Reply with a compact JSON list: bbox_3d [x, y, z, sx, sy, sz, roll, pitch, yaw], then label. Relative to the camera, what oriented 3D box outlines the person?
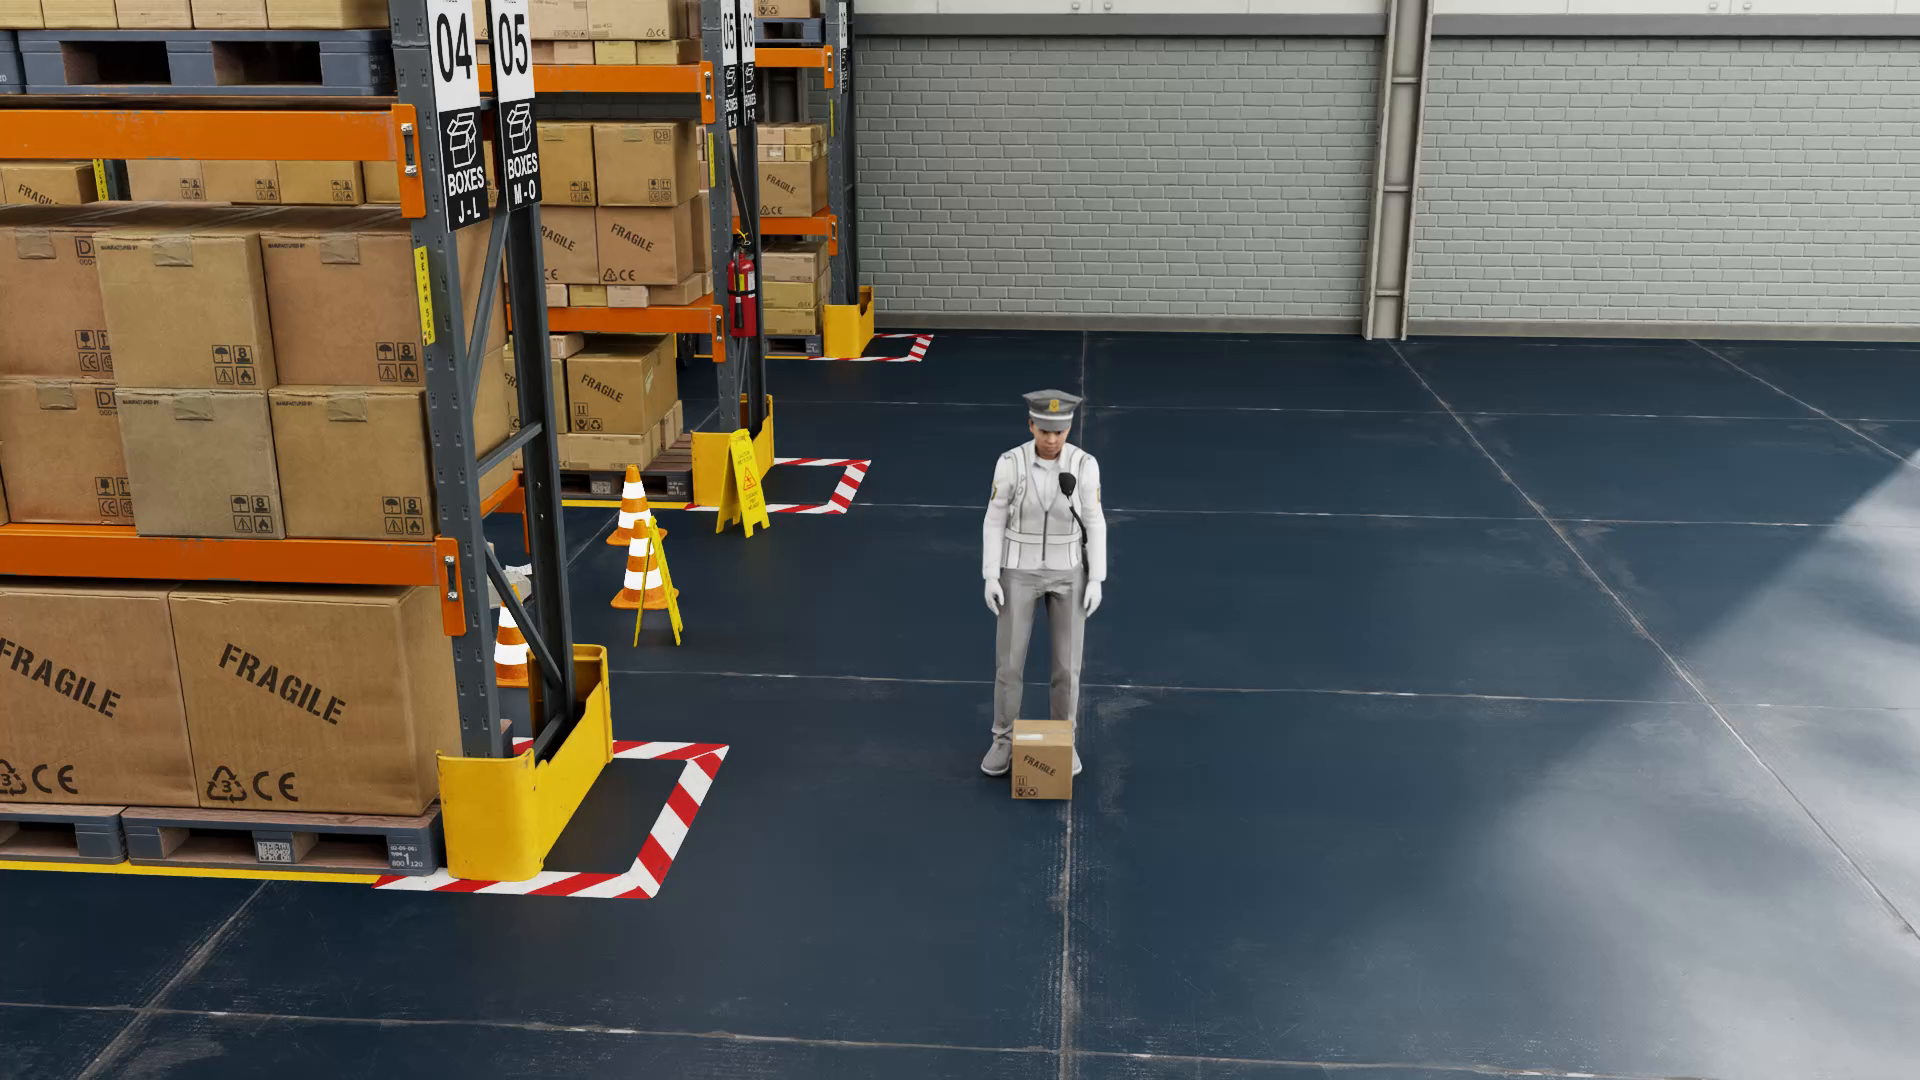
[{"bbox_3d":[0.354,0.175,6.998,0.520,1.661,0.370,1,18,2],"label":"person"}]
